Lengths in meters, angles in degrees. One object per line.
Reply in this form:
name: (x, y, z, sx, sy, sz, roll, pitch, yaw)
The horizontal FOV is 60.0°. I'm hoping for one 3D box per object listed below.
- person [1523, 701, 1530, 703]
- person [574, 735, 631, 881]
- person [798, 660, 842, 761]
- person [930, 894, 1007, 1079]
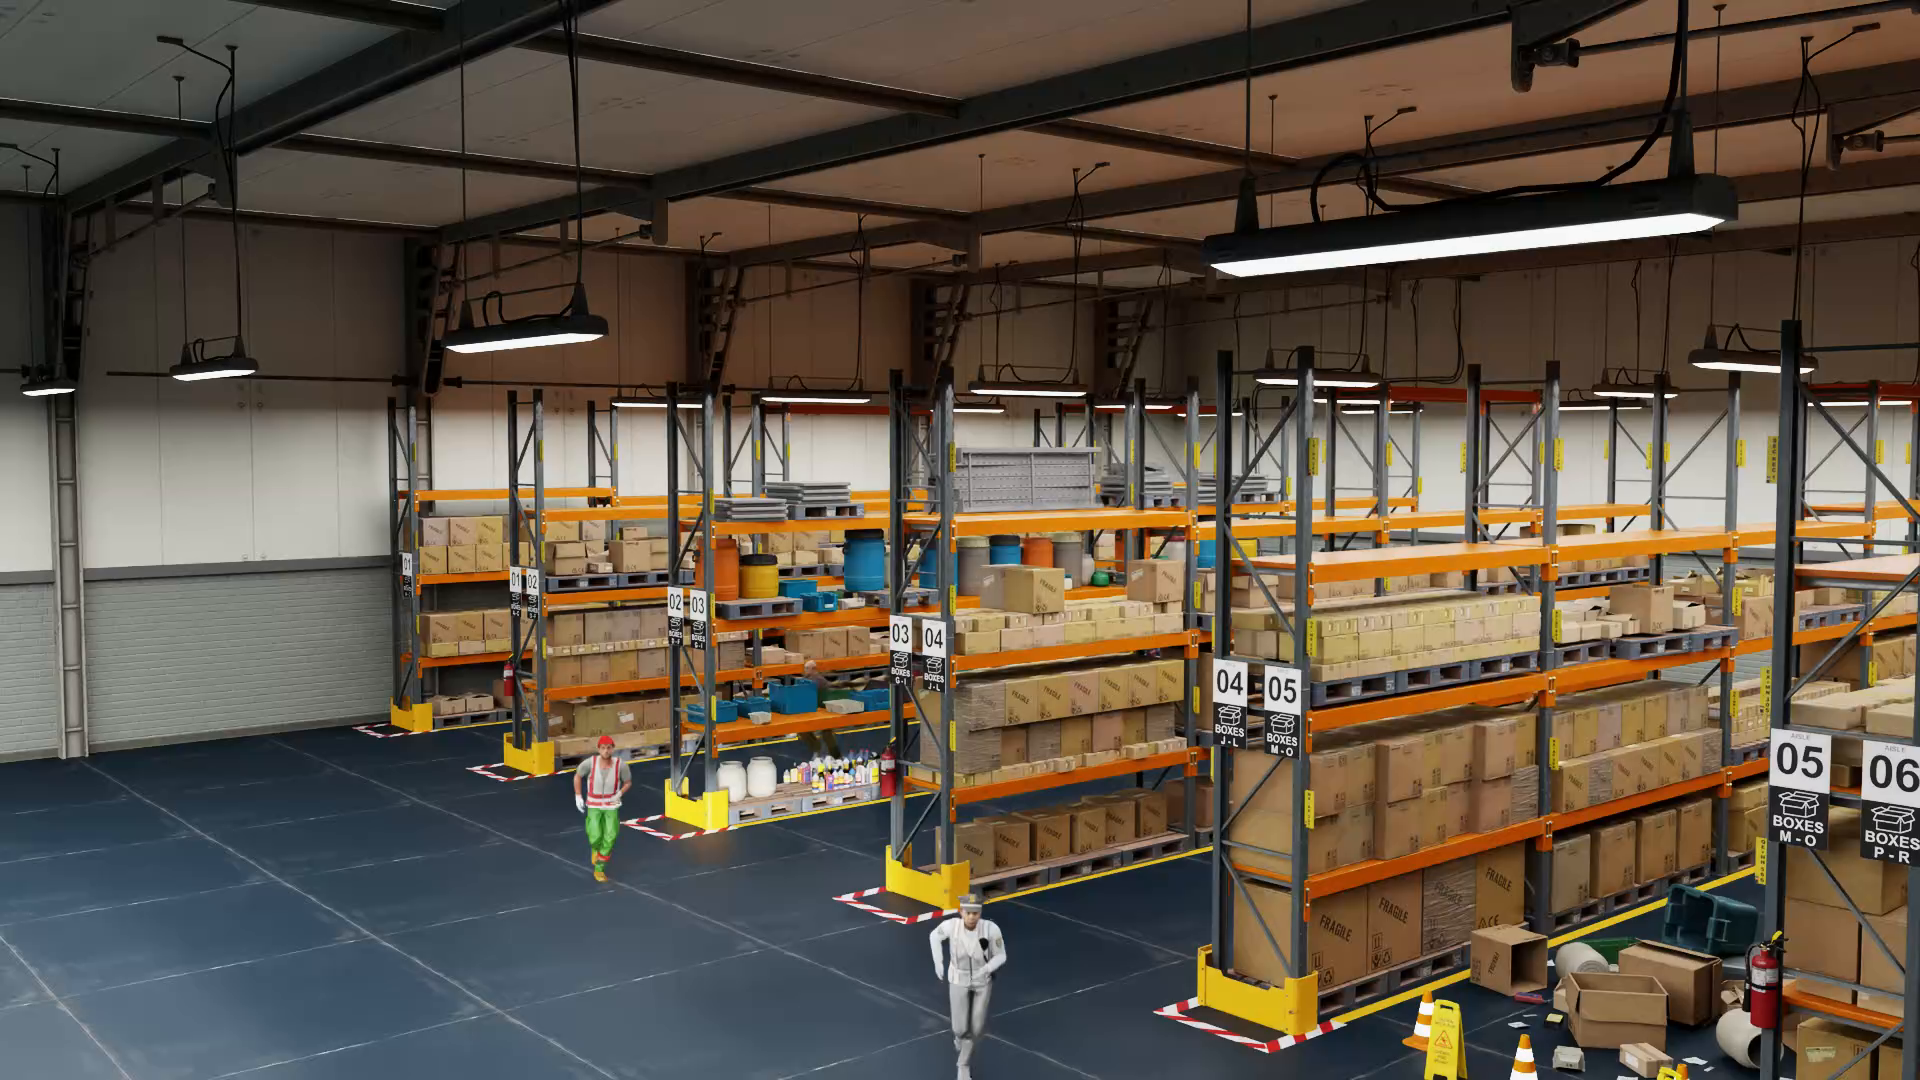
person: (7.637, 3.010, 22.338, 0.684, 1.725, 0.794, 3, 4, 37)
person: (-4.200, 3.157, 19.579, 0.660, 1.732, 0.637, -1, 3, -14)
person: (-2.252, 2.838, 26.427, 0.690, 1.523, 0.955, 3, 5, 44)
person: (0.068, 3.590, 13.365, 0.605, 1.616, 0.669, 0, 3, -4)
